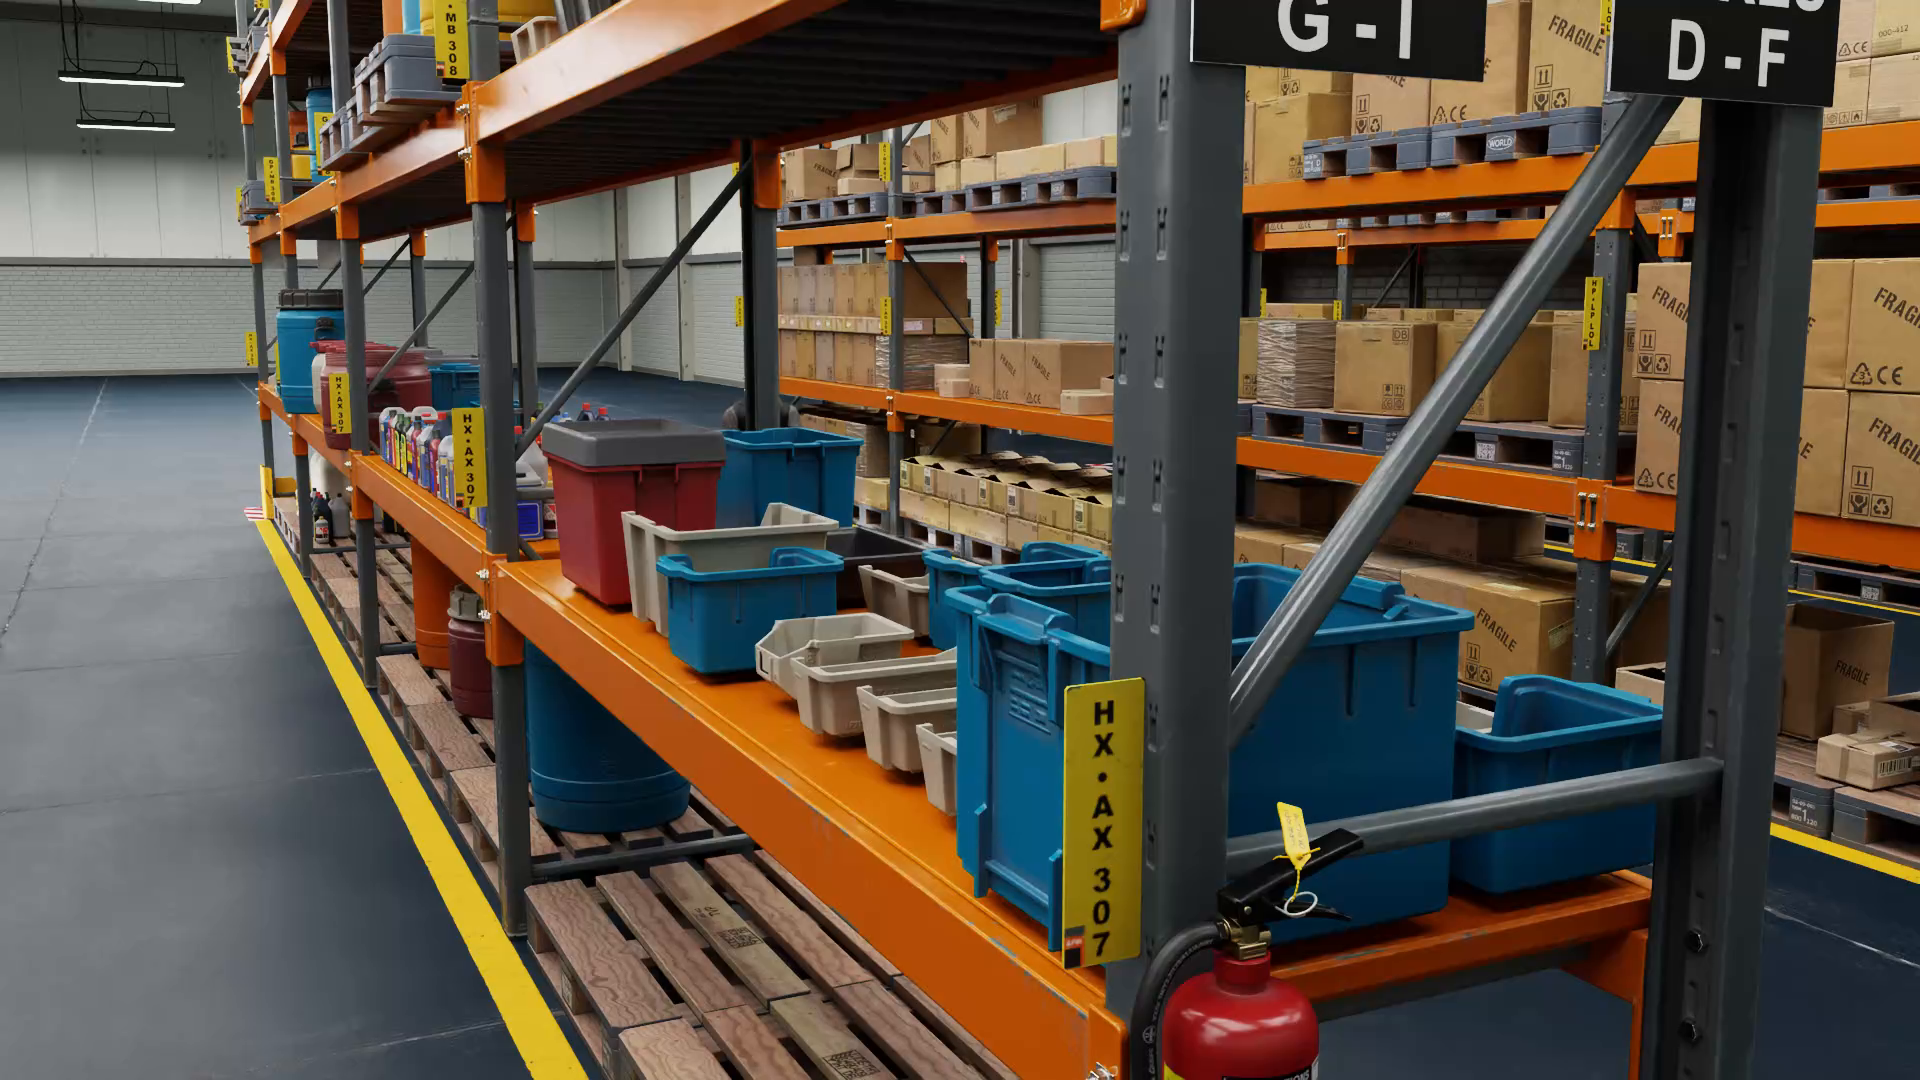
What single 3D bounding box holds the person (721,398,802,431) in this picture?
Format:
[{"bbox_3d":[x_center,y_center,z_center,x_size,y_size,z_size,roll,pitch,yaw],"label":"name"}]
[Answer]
[{"bbox_3d":[-1.345,-0.332,11.186,0.566,1.730,0.863,-3,9,-18],"label":"person"}]
